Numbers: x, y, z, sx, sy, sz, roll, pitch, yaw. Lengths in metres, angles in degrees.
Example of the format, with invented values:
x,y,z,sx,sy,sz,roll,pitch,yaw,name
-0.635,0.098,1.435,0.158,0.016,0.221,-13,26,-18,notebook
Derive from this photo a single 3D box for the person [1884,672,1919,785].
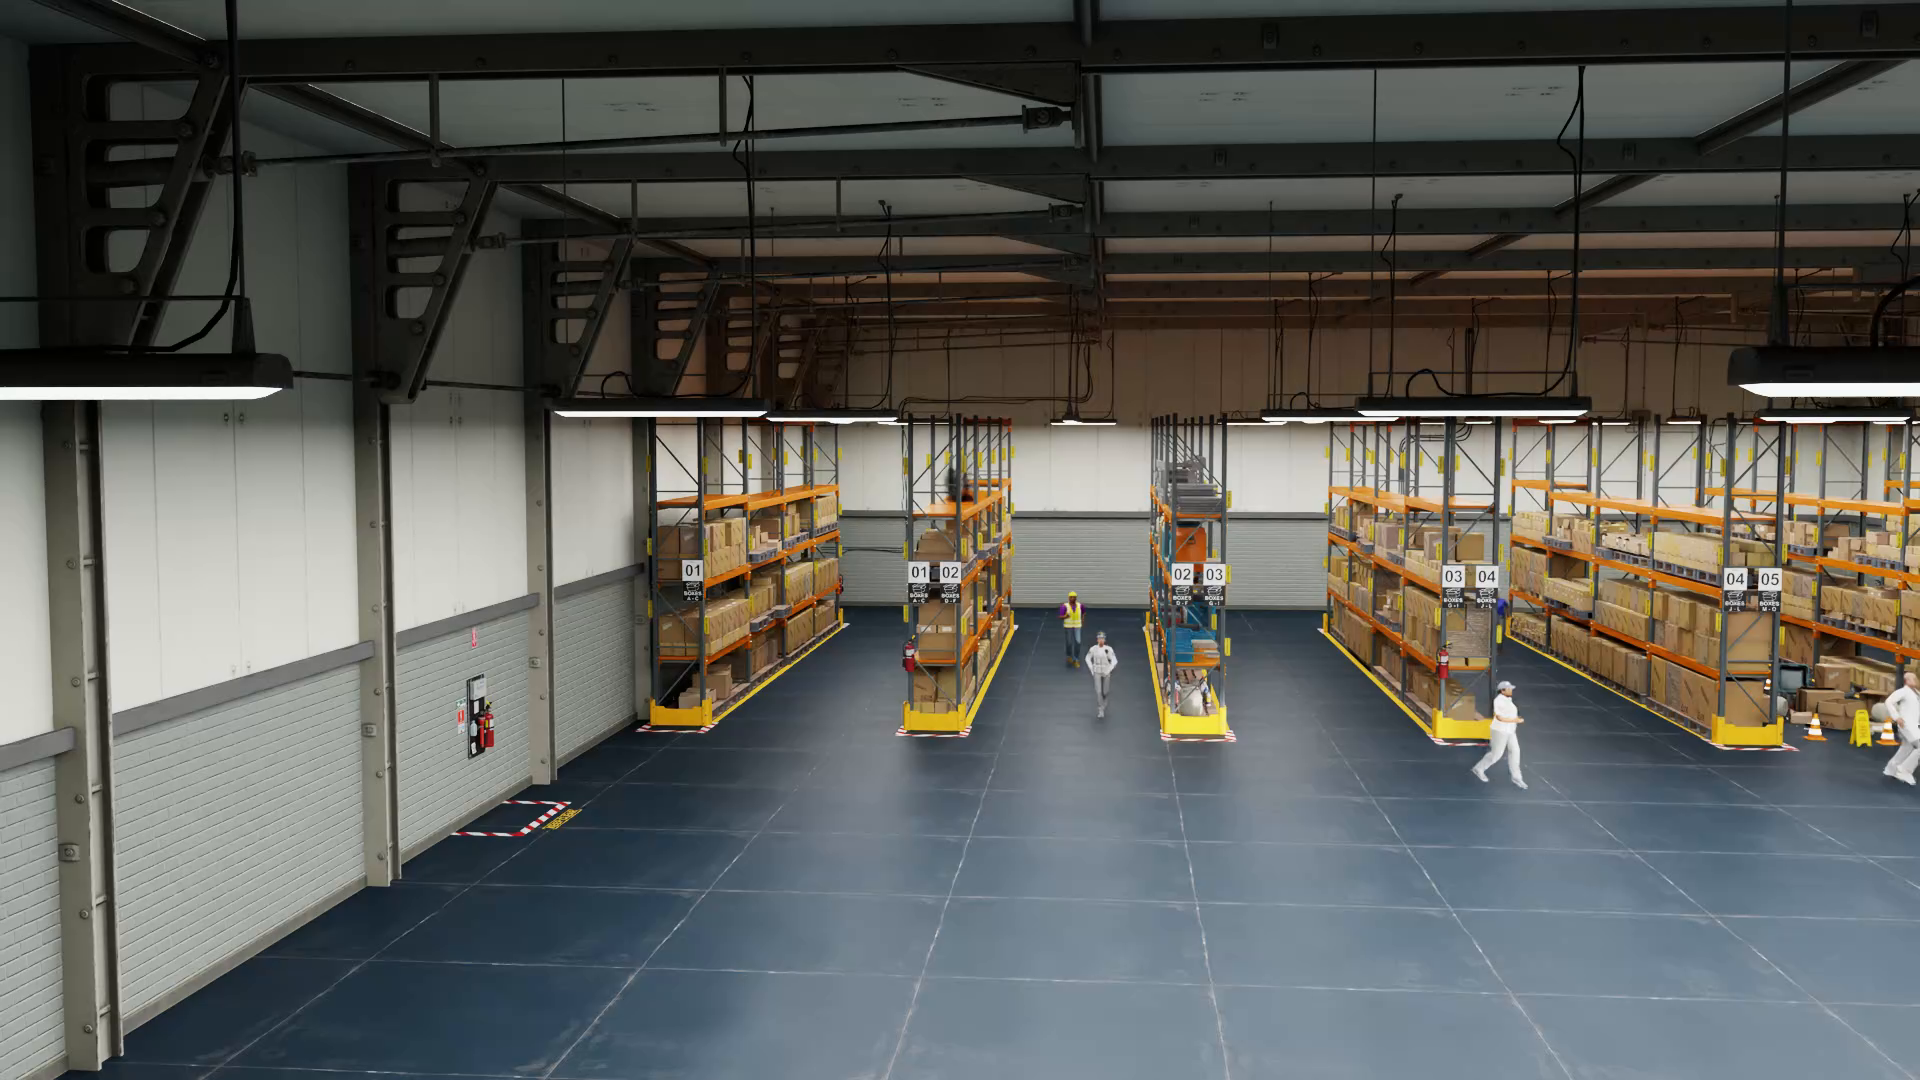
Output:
x,y,z,sx,sy,sz,roll,pitch,yaw,name
15.332,3.036,26.815,0.775,1.802,0.677,4,5,45,person

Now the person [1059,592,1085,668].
x,y,z,sx,sy,sz,roll,pitch,yaw,name
2.706,2.145,39.957,0.677,1.823,0.737,0,4,-3,person

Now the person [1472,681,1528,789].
x,y,z,sx,sy,sz,roll,pitch,yaw,name
8.654,3.103,26.600,0.863,1.716,0.616,3,5,36,person

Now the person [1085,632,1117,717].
x,y,z,sx,sy,sz,roll,pitch,yaw,name
2.819,2.660,33.206,0.632,1.664,0.758,0,4,3,person

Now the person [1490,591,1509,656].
x,y,z,sx,sy,sz,roll,pitch,yaw,name
13.624,2.085,42.136,0.582,1.694,0.779,1,4,13,person
